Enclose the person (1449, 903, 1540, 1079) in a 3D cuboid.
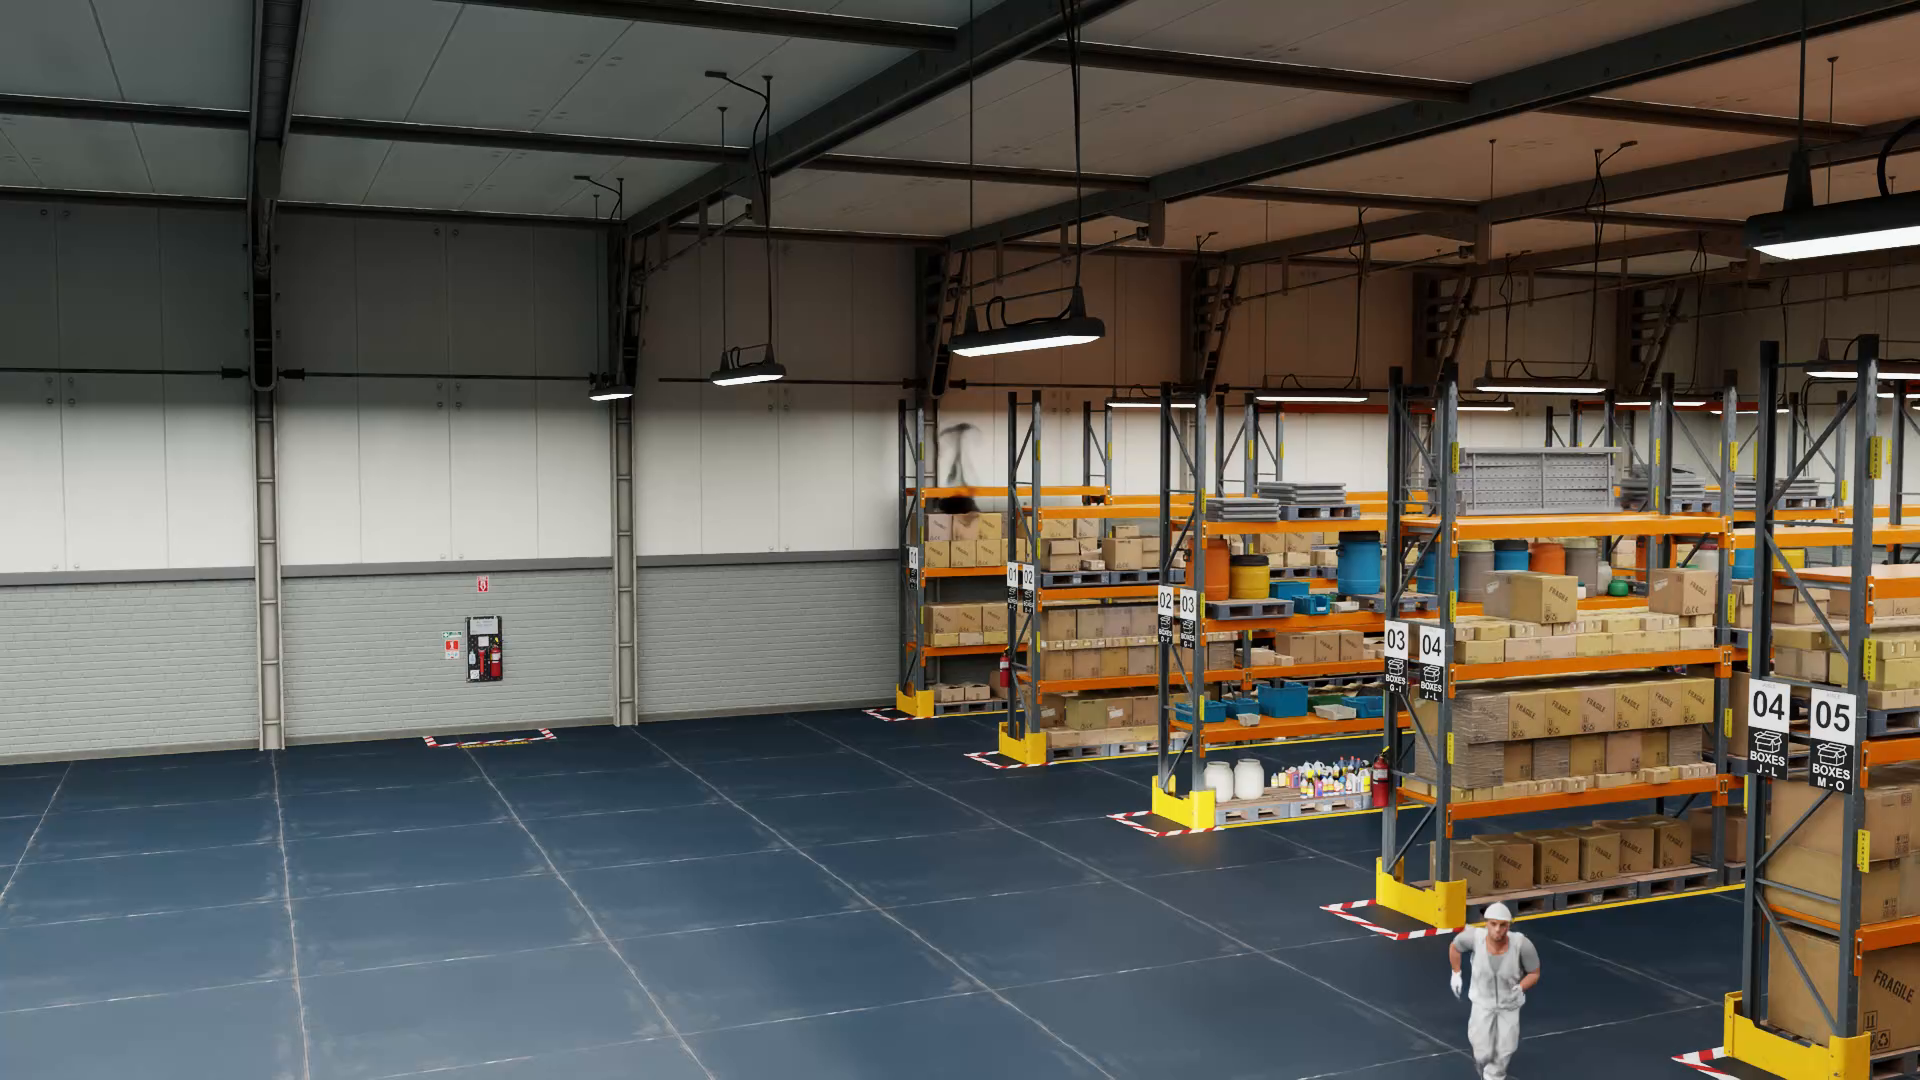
[{"bbox_3d":[4.090,3.575,12.738,0.652,1.707,0.745,1,3,14],"label":"person"}]
